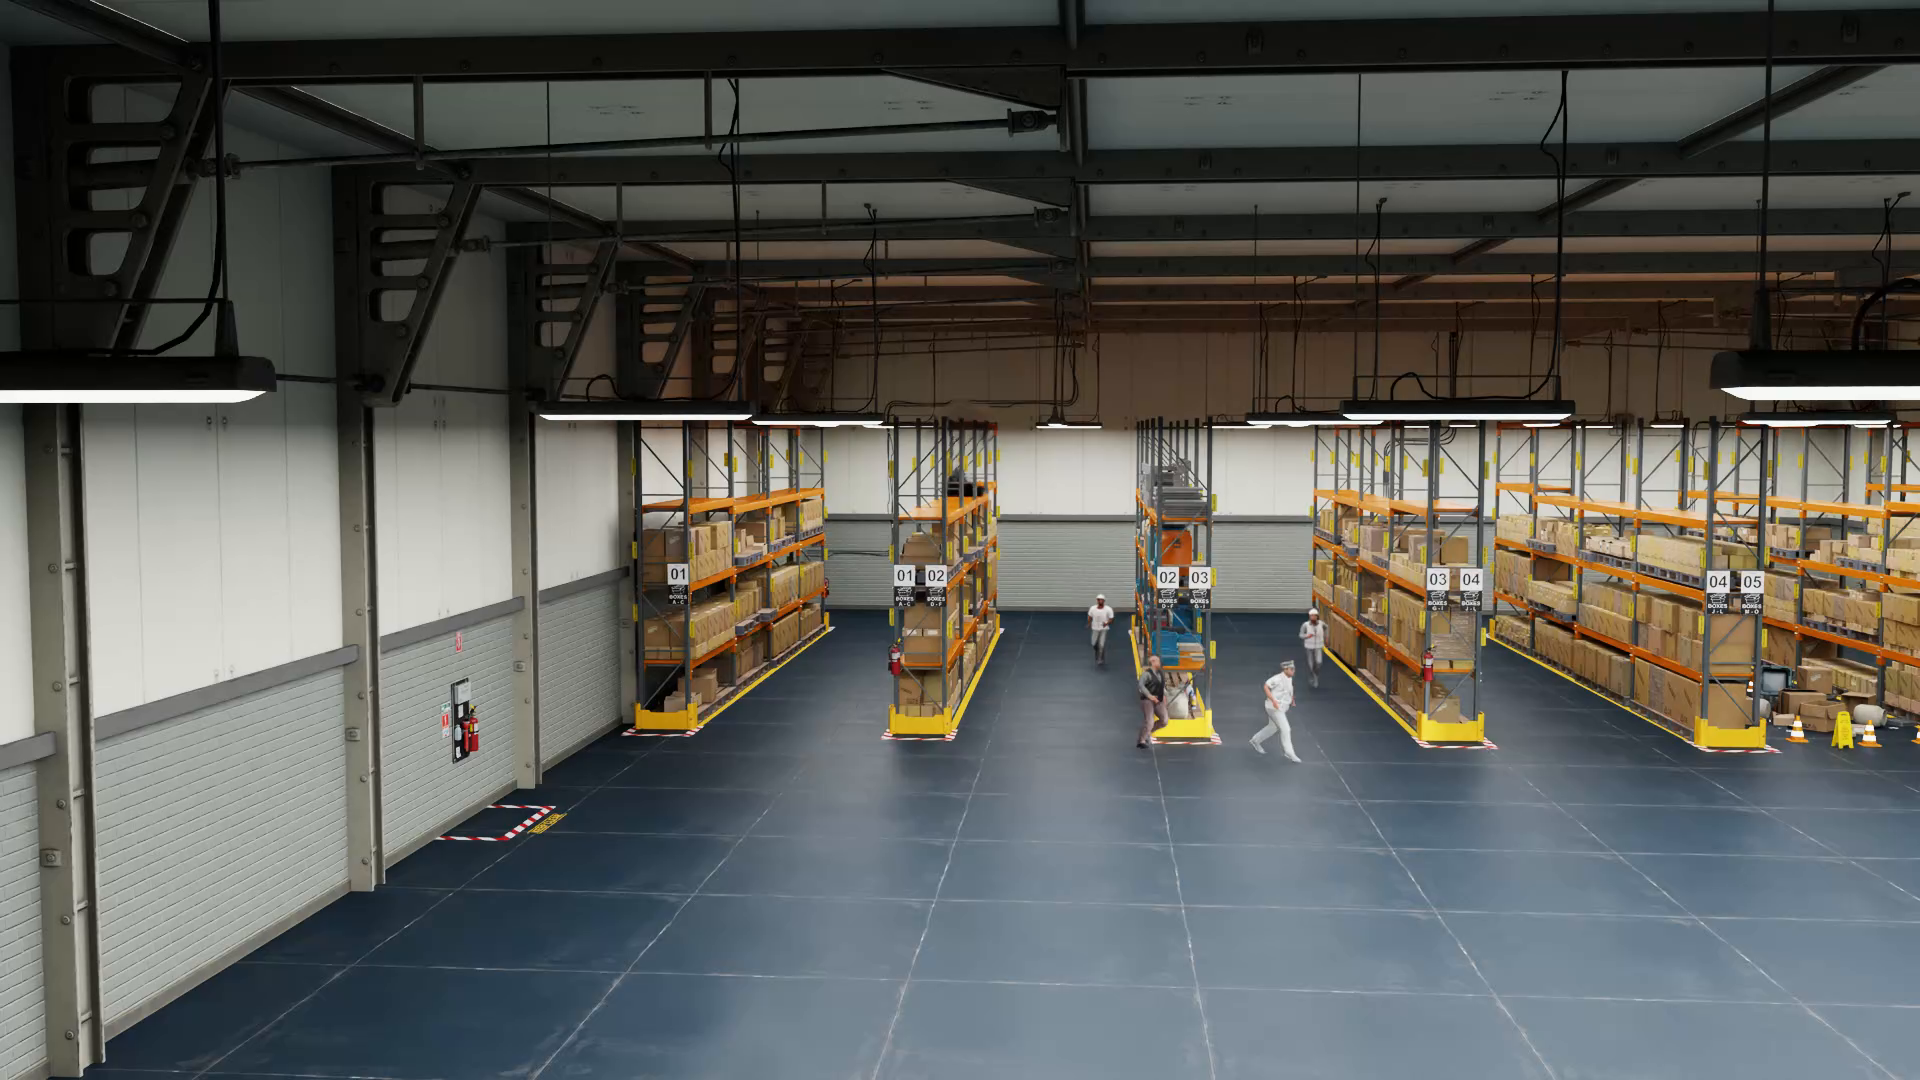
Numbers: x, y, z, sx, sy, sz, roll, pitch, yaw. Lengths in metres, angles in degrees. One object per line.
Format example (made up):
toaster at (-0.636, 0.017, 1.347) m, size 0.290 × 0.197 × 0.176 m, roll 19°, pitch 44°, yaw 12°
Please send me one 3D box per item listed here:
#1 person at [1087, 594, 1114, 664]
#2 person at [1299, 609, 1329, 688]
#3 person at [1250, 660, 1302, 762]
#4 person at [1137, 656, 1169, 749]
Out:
person at (3.426, 2.197, 40.796) m, size 0.695 × 1.720 × 0.568 m, roll 1°, pitch 4°, yaw 17°
person at (7.924, 2.413, 37.190) m, size 0.681 × 1.775 × 0.815 m, roll 0°, pitch 4°, yaw 6°
person at (5.523, 2.963, 29.059) m, size 0.979 × 1.775 × 0.676 m, roll 3°, pitch 5°, yaw 37°
person at (3.537, 2.927, 30.057) m, size 0.709 × 1.659 × 0.531 m, roll -3°, pitch 5°, yaw -41°
